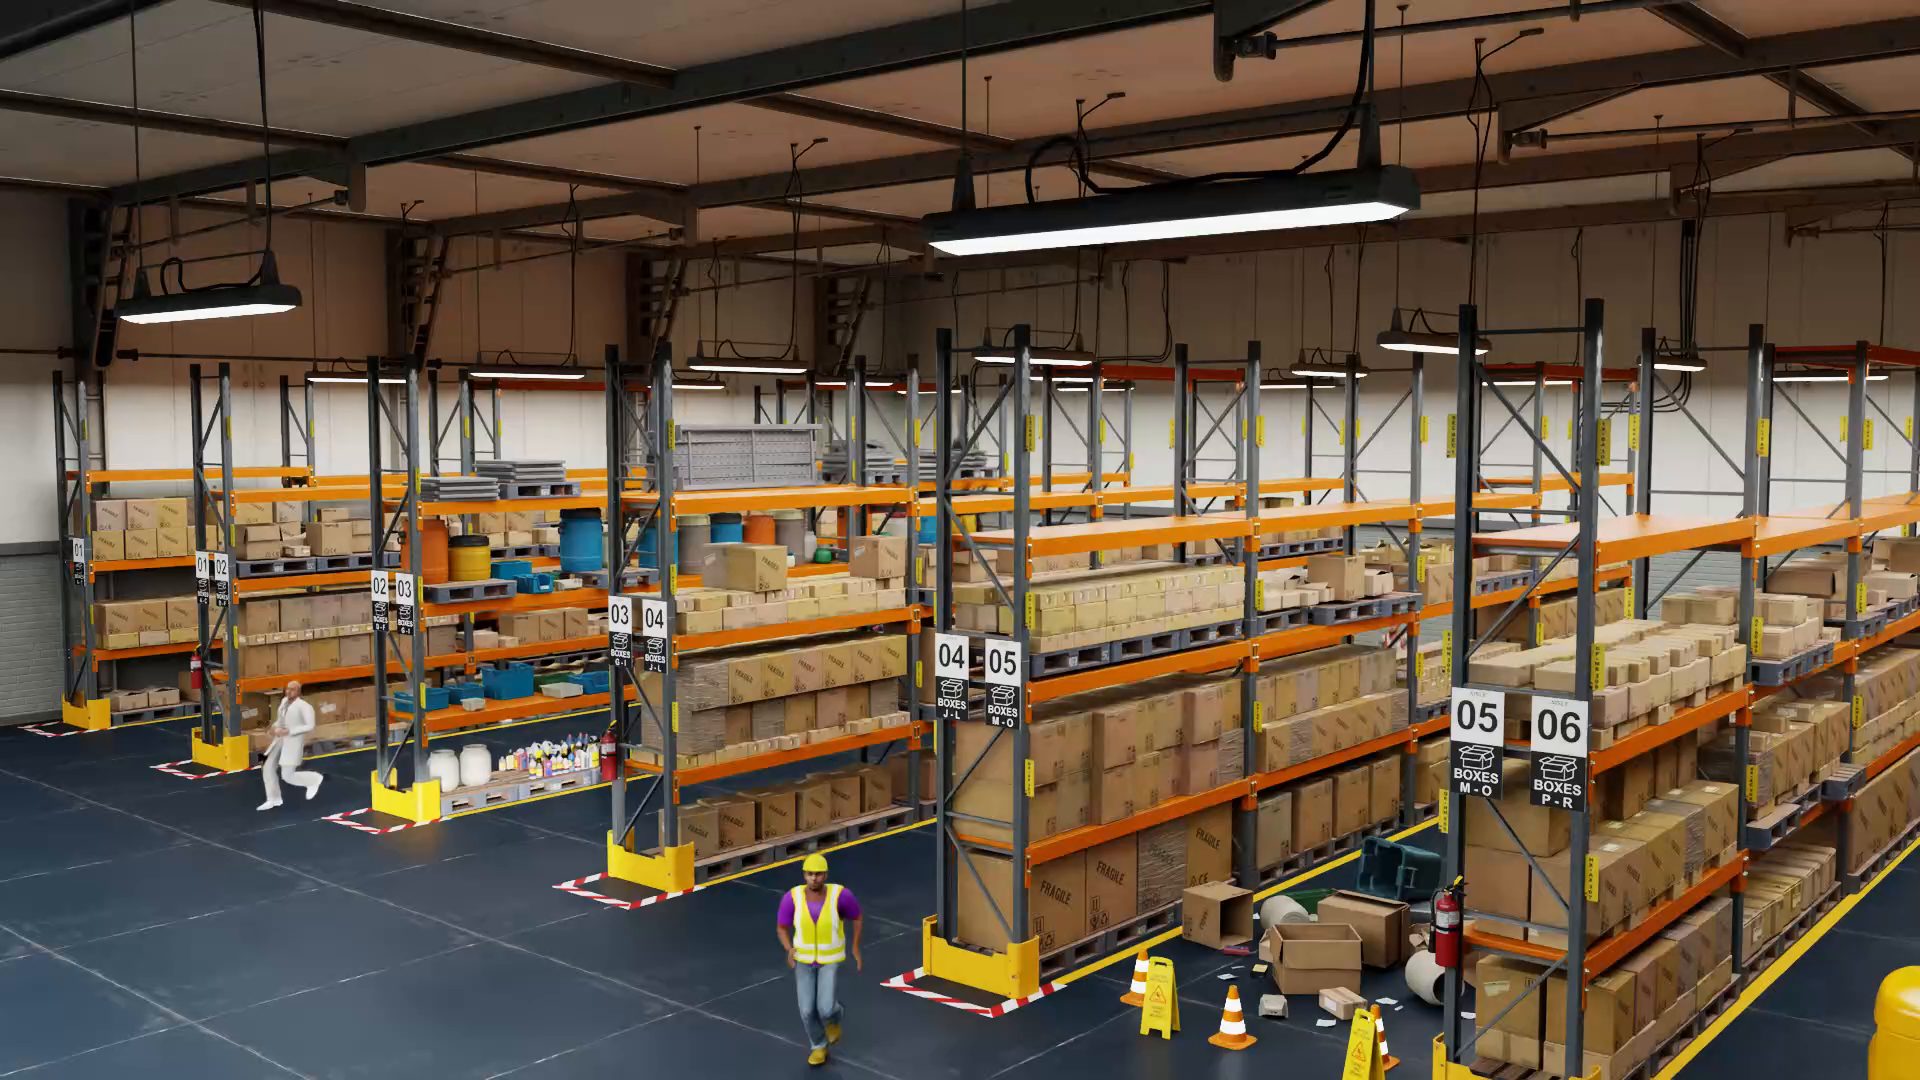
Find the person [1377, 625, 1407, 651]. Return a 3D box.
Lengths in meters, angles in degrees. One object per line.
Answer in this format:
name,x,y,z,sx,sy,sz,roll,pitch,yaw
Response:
person,7.592,2.190,28.970,0.692,1.664,0.608,2,4,23

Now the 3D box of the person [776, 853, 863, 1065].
person,-1.130,3.350,13.295,0.689,1.710,0.624,0,4,3

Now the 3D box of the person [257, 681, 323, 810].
person,-8.902,2.730,22.205,0.738,1.724,0.805,3,5,31

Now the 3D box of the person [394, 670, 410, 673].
person,-9.721,2.174,29.391,0.593,1.812,0.868,3,5,32
